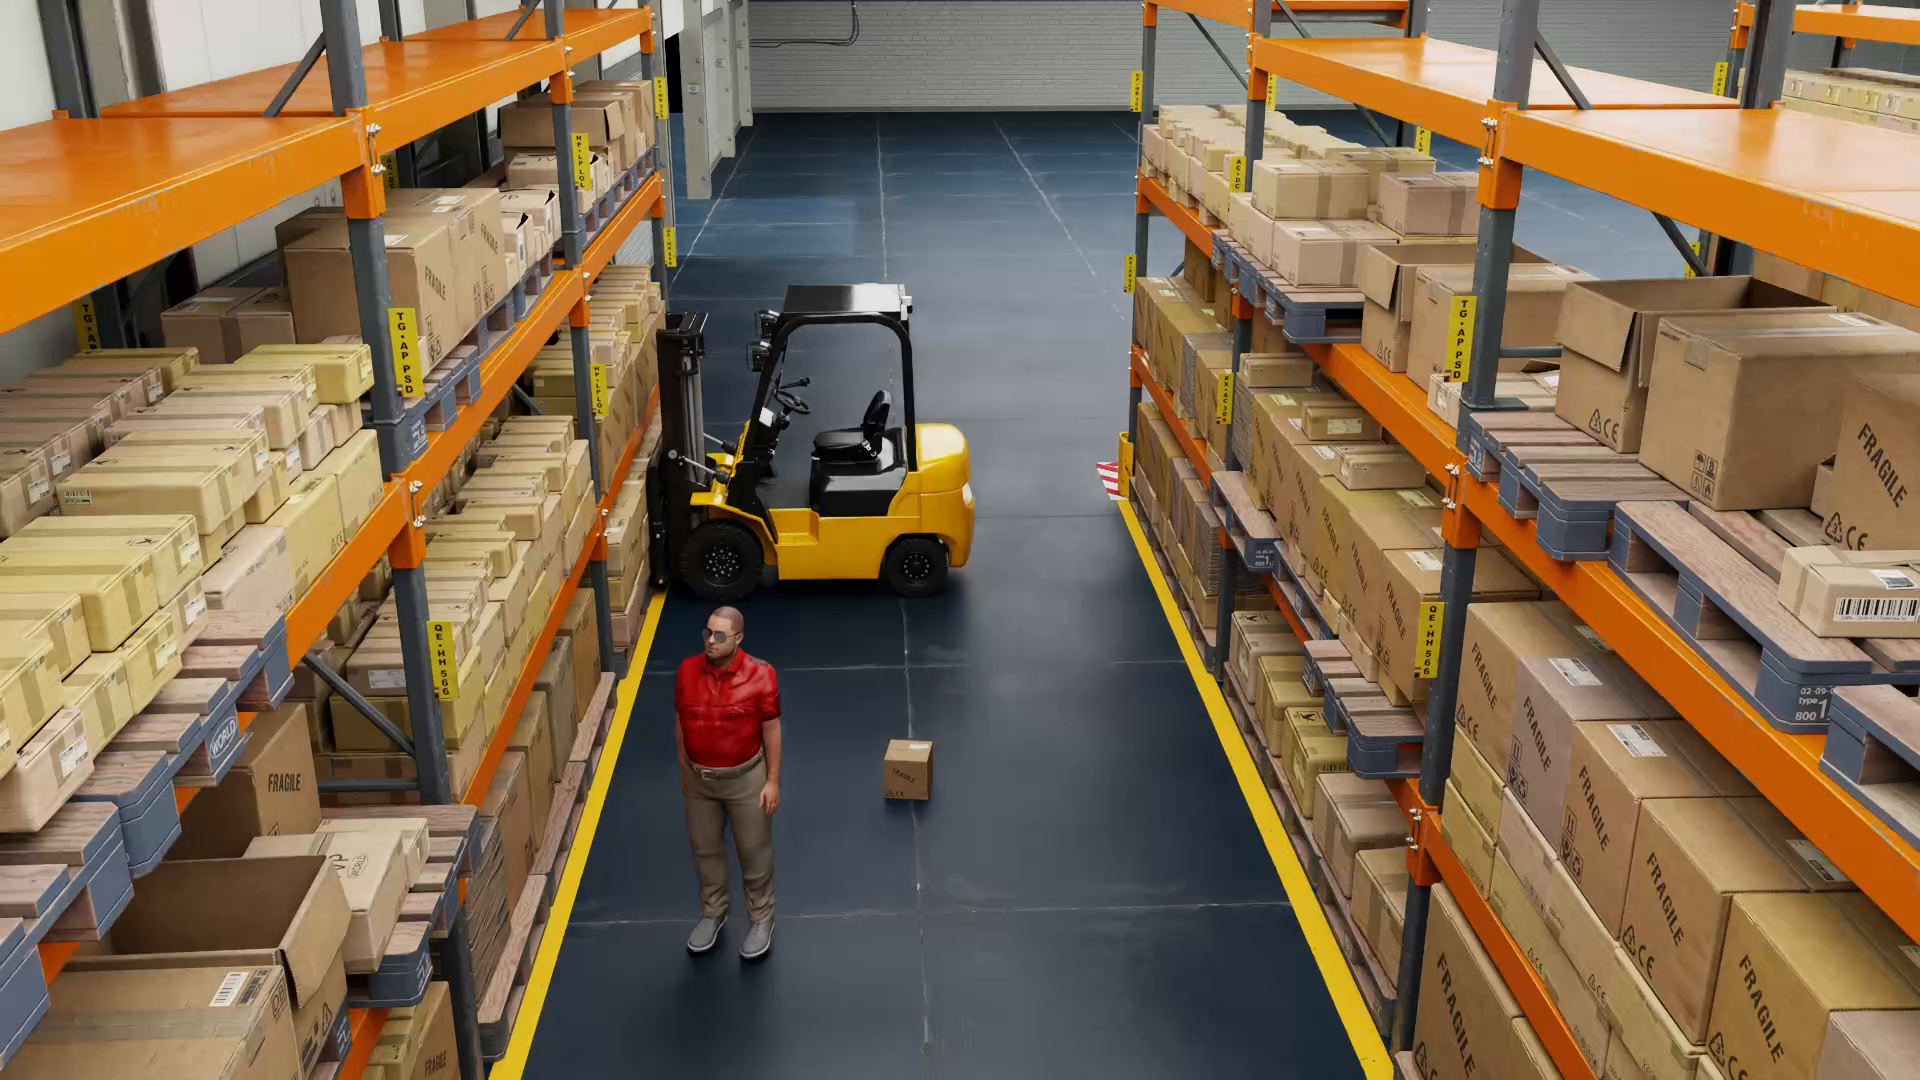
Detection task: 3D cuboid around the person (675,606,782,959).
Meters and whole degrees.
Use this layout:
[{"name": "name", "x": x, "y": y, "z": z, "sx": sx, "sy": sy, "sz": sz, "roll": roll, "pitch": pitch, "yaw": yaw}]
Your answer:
[{"name": "person", "x": -1.120, "y": 1.149, "z": 7.917, "sx": 0.532, "sy": 1.726, "sz": 0.380, "roll": 5, "pitch": 21, "yaw": 12}]
